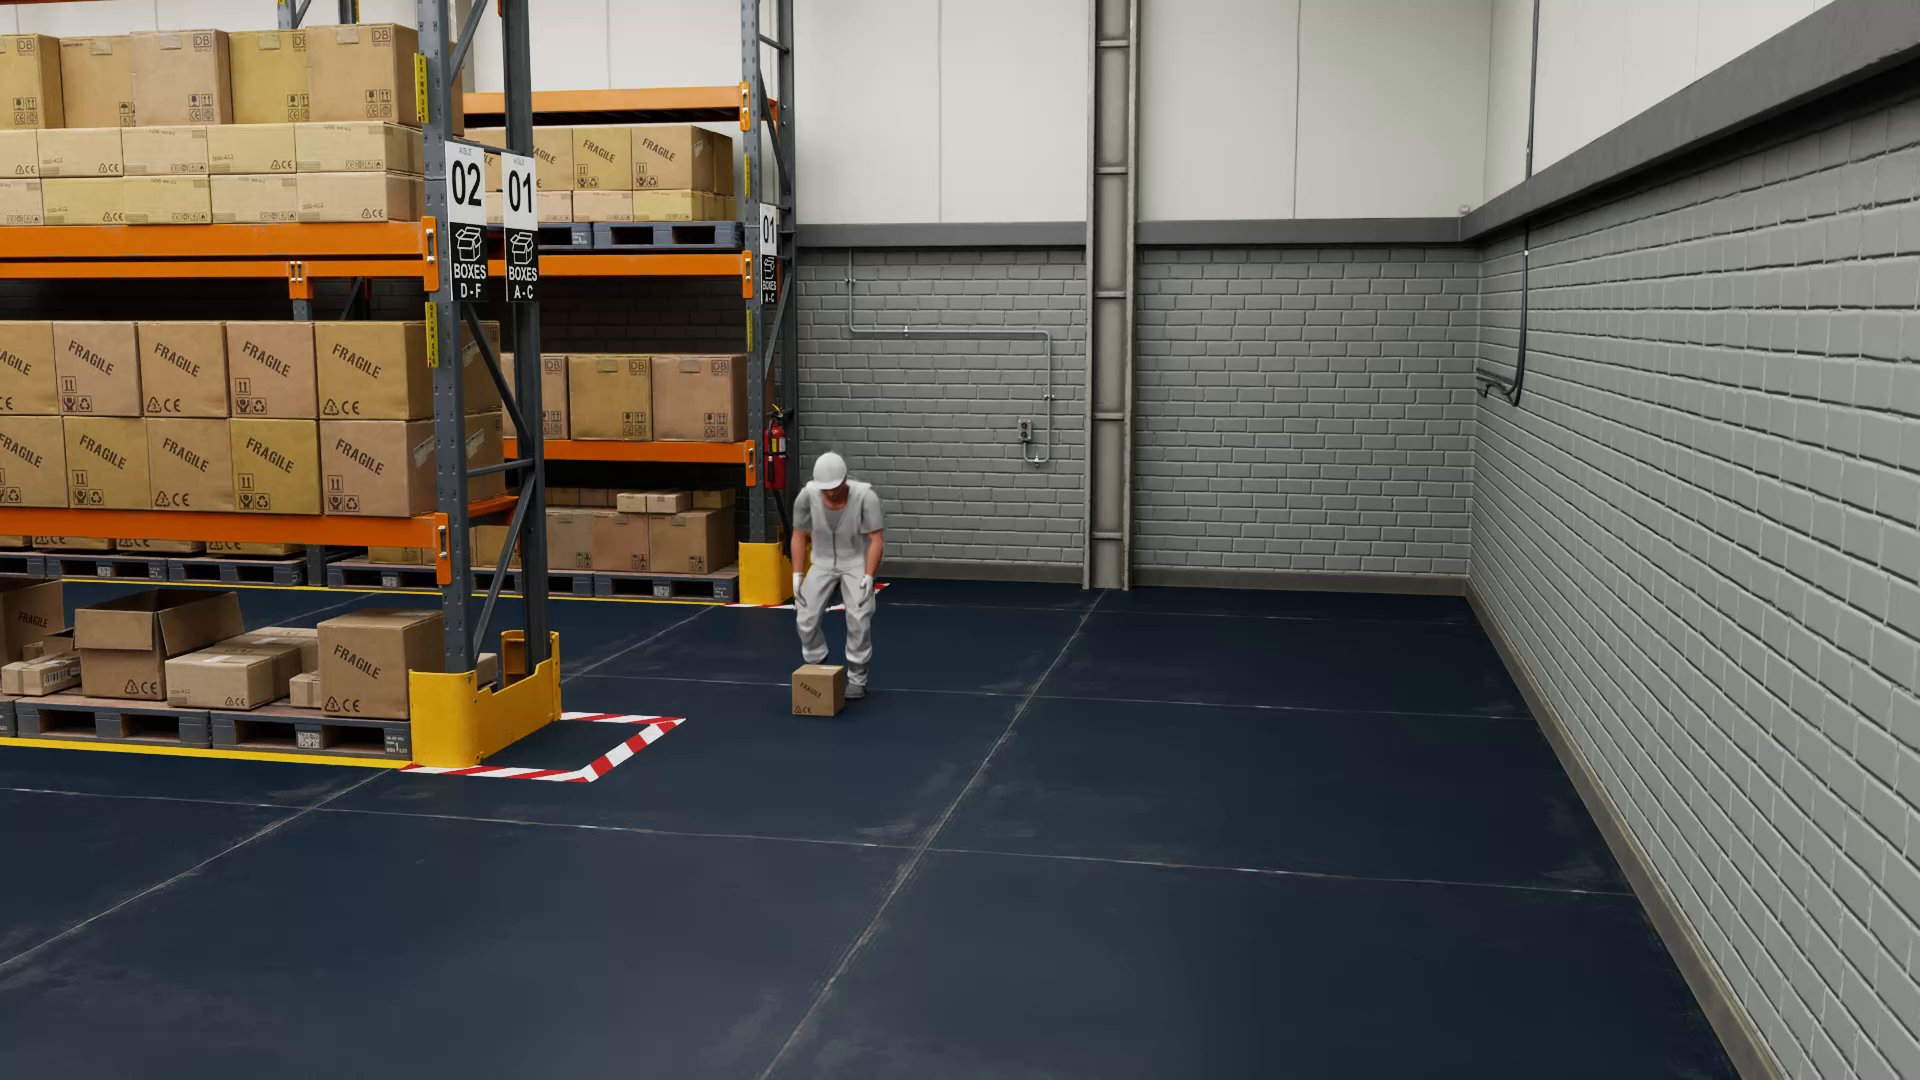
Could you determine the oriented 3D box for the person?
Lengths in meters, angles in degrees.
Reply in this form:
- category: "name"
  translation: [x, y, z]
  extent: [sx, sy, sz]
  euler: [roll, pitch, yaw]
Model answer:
- category: "person"
  translation: [-0.733, 0.208, 10.172]
  extent: [0.579, 1.528, 0.690]
  euler: [2, 8, 12]
